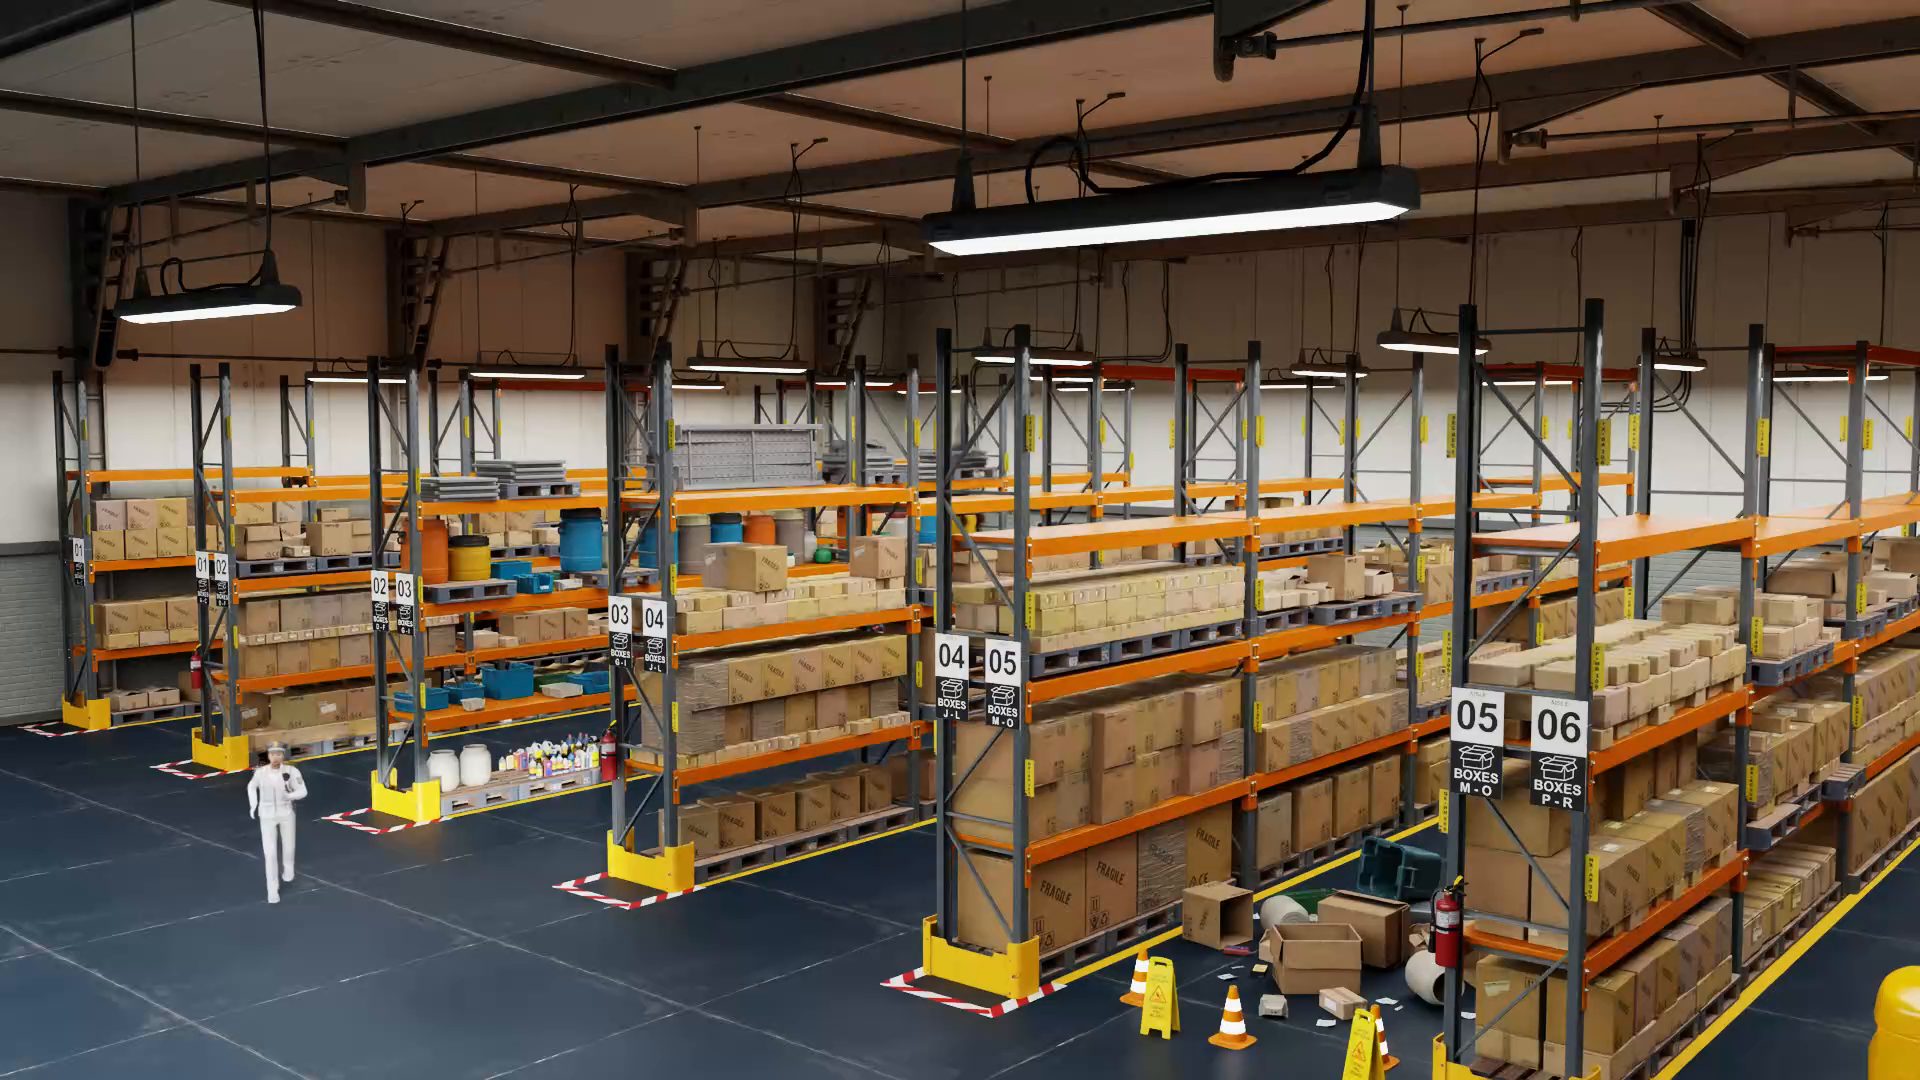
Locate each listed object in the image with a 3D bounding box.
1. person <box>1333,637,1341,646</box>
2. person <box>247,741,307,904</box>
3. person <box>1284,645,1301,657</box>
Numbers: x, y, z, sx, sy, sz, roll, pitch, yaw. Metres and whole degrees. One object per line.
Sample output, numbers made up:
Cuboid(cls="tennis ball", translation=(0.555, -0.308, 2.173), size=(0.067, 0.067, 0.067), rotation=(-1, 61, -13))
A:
Cuboid(cls="person", translation=(6.102, 2.352, 26.920), size=(0.688, 1.719, 0.599), rotation=(2, 5, 31))
Cuboid(cls="person", translation=(-7.396, 3.000, 18.022), size=(0.614, 1.675, 0.903), rotation=(-1, 4, -20))
Cuboid(cls="person", translation=(5.264, 2.398, 26.303), size=(0.604, 1.702, 0.900), rotation=(3, 5, 32))
